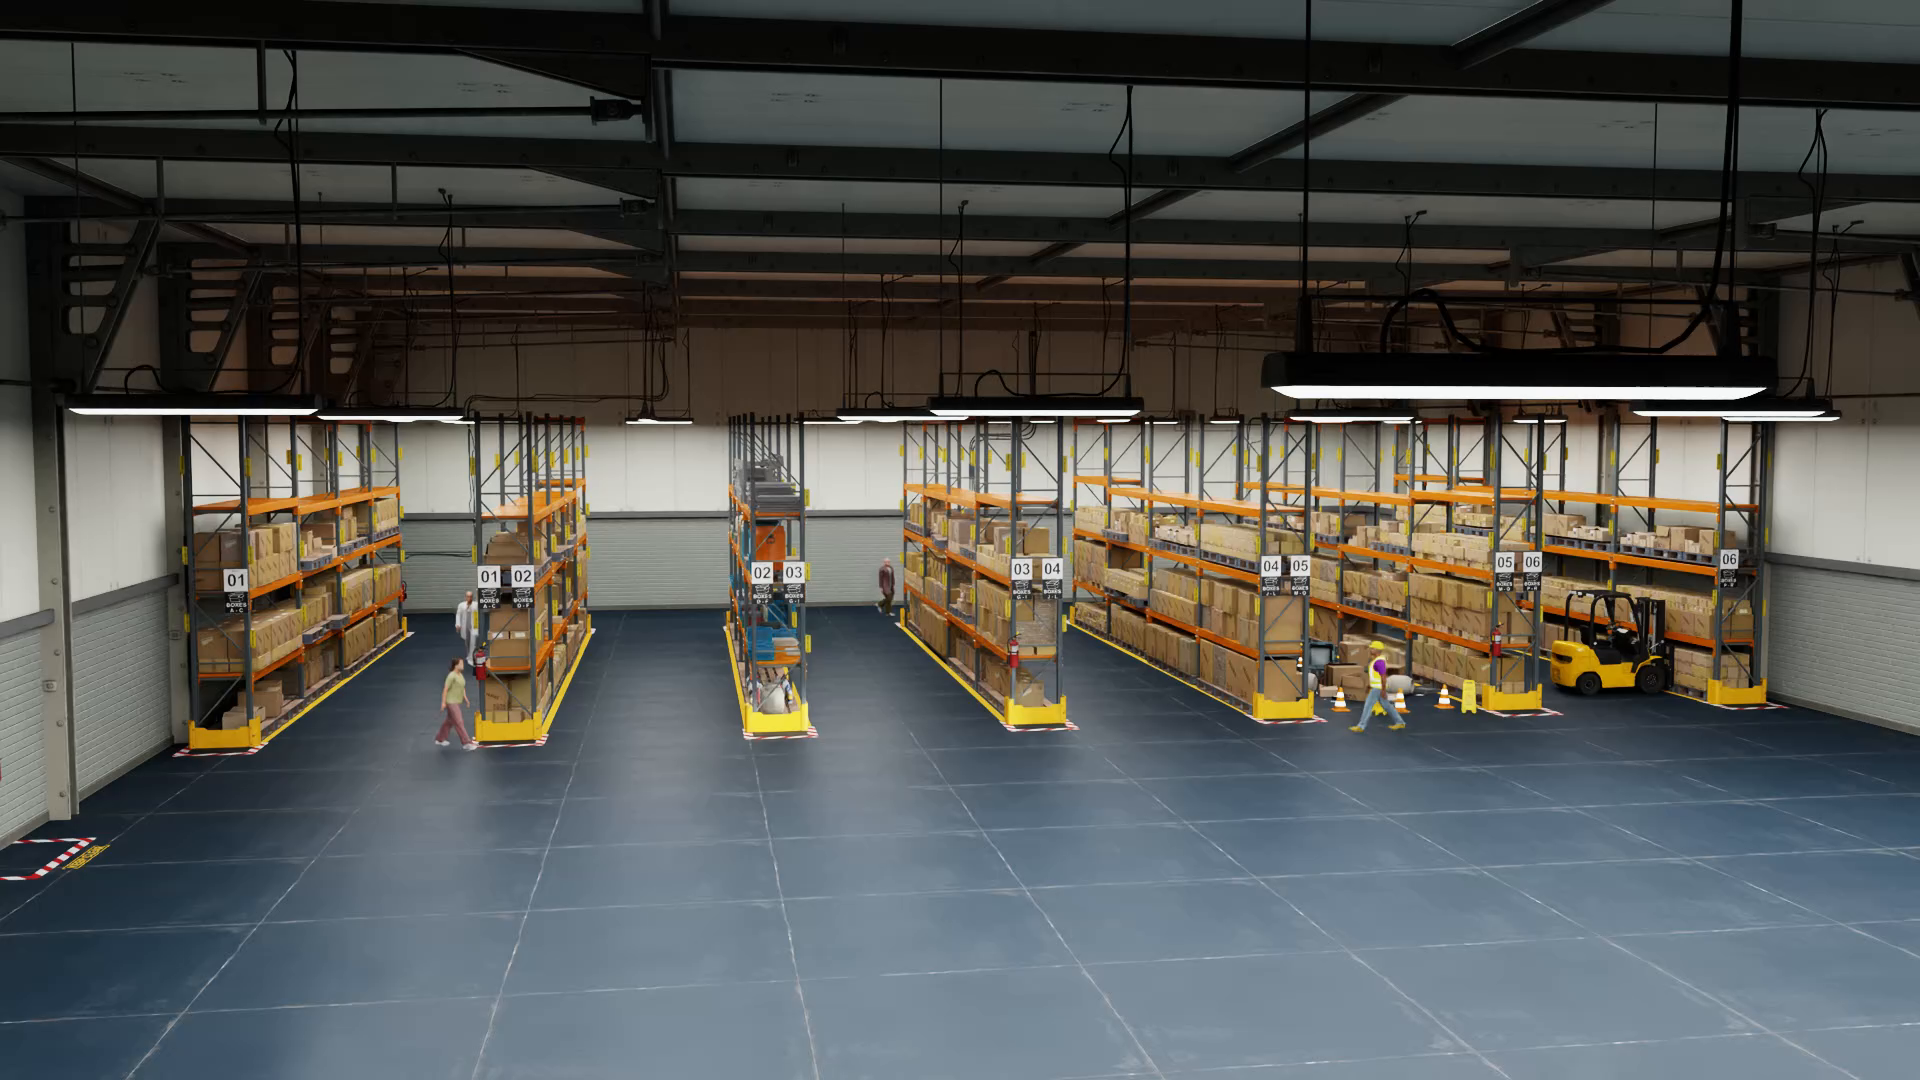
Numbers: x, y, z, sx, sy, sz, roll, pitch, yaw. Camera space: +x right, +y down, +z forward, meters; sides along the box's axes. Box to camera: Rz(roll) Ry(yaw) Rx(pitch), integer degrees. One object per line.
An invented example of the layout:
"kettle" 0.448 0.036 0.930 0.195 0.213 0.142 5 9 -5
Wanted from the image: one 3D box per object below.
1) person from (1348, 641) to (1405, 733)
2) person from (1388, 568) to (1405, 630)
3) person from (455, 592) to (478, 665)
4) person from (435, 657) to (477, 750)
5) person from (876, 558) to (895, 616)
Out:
"person" 7.802 2.747 31.090 1.080 1.718 0.583 0 4 4
"person" 12.353 1.646 46.801 0.555 1.740 0.546 -3 5 -42
"person" -11.867 2.107 40.157 0.594 1.713 1.142 0 4 -7
"person" -8.943 2.881 29.532 0.997 1.603 0.472 1 4 19
"person" -2.243 1.409 50.264 0.812 1.756 0.576 2 5 33
